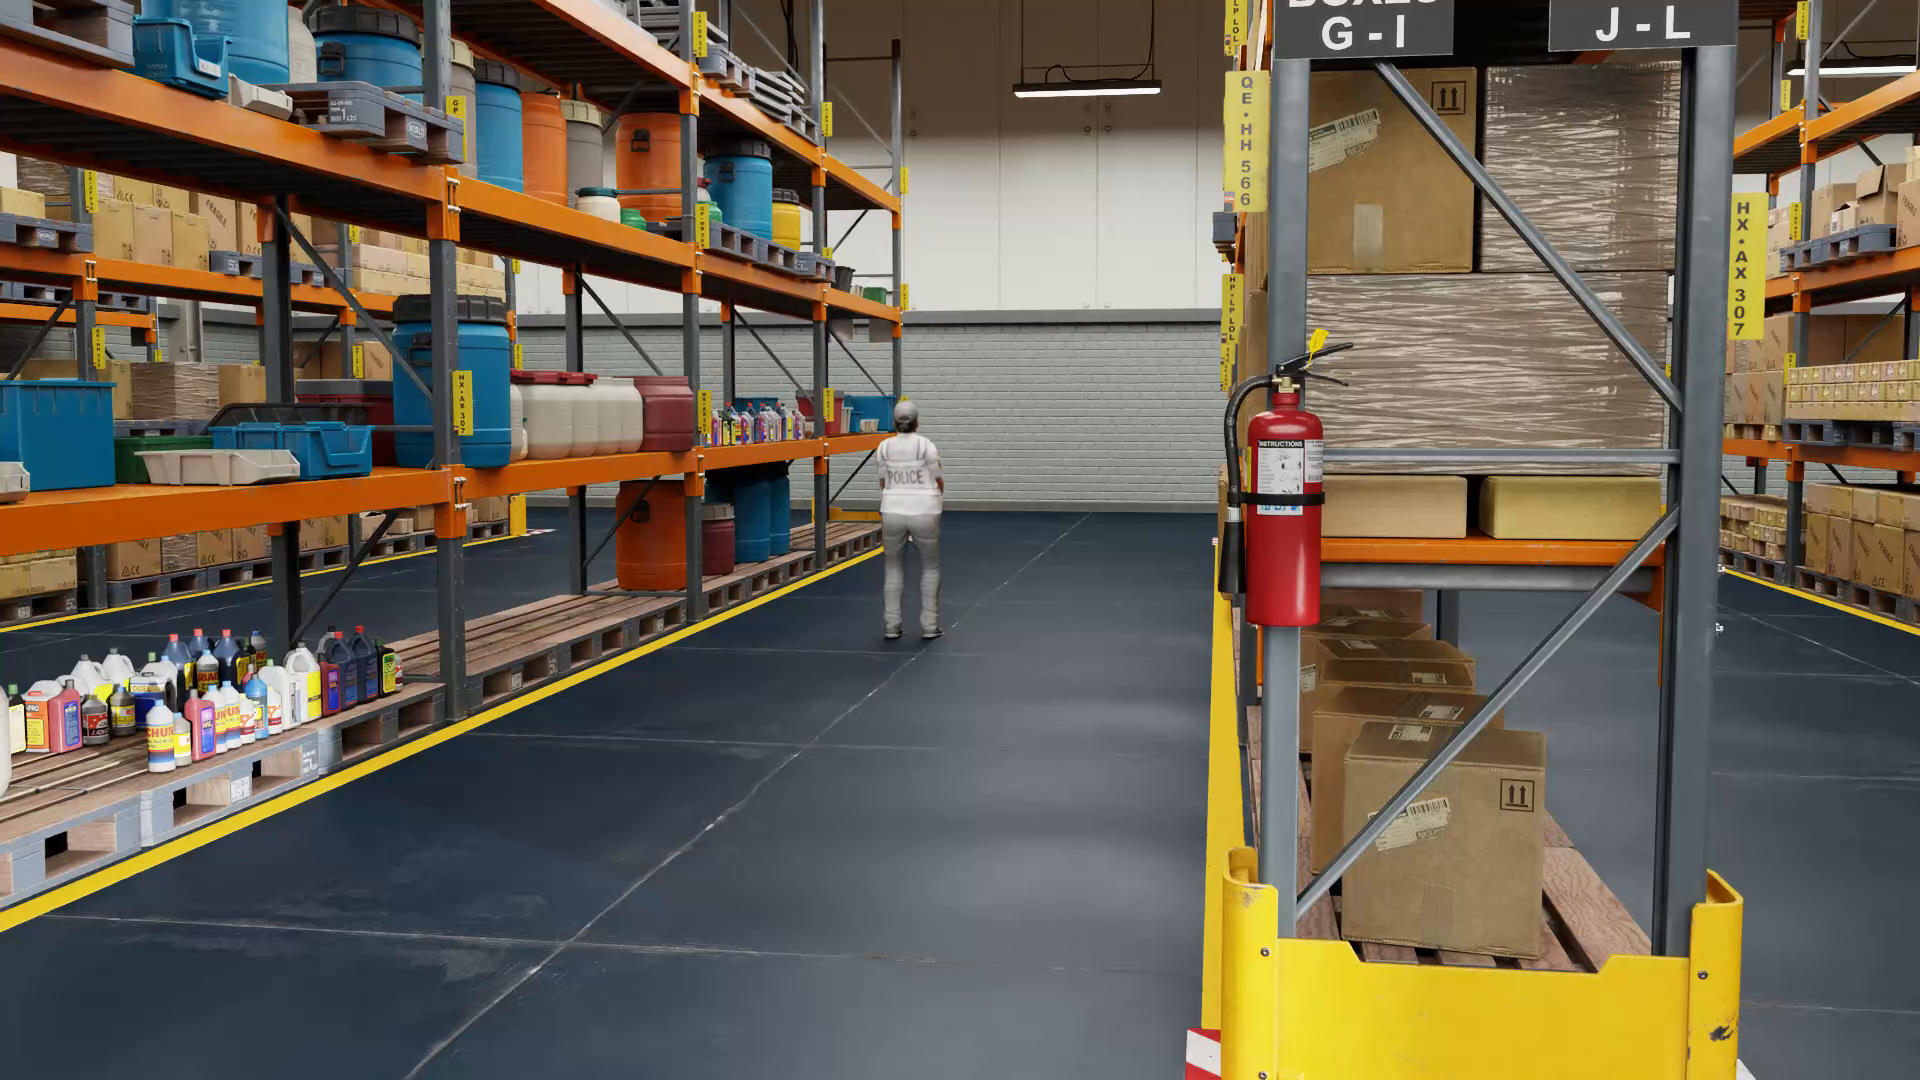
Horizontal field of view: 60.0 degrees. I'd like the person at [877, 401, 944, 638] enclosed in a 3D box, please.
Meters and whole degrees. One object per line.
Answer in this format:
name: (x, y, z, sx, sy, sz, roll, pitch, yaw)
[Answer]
person: (-0.331, -0.145, 11.698, 0.457, 1.662, 0.532, 1, 5, 13)
